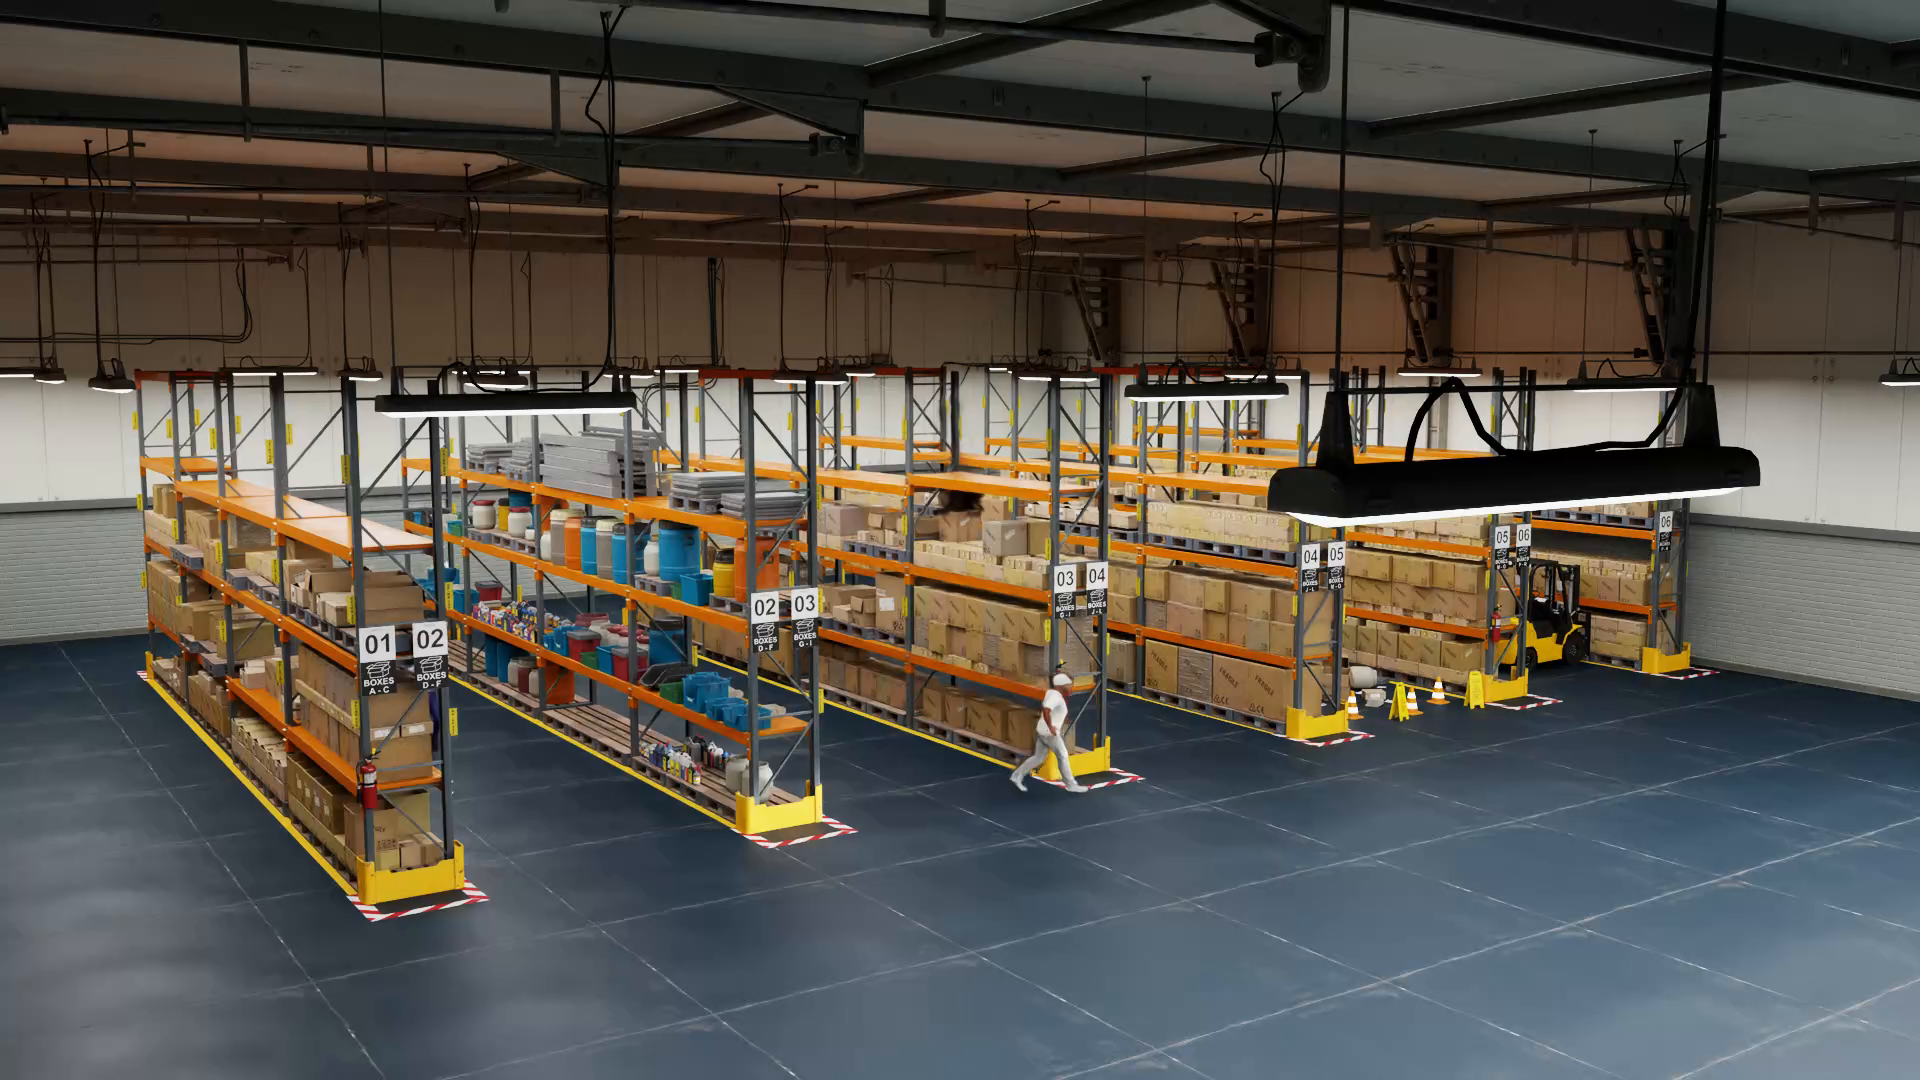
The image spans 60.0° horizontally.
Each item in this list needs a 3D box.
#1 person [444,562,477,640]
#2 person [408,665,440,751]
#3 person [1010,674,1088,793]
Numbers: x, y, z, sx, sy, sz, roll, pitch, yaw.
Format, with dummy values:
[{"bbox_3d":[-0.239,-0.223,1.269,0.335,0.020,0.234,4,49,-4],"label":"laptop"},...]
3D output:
[{"bbox_3d":[-11.086,1.273,36.455,0.848,1.638,0.644,0,6,1],"label":"person"},{"bbox_3d":[-8.497,2.554,26.413,0.579,1.670,0.694,-5,8,-37],"label":"person"},{"bbox_3d":[1.272,2.760,23.696,1.124,1.708,0.713,-1,7,-8],"label":"person"}]
